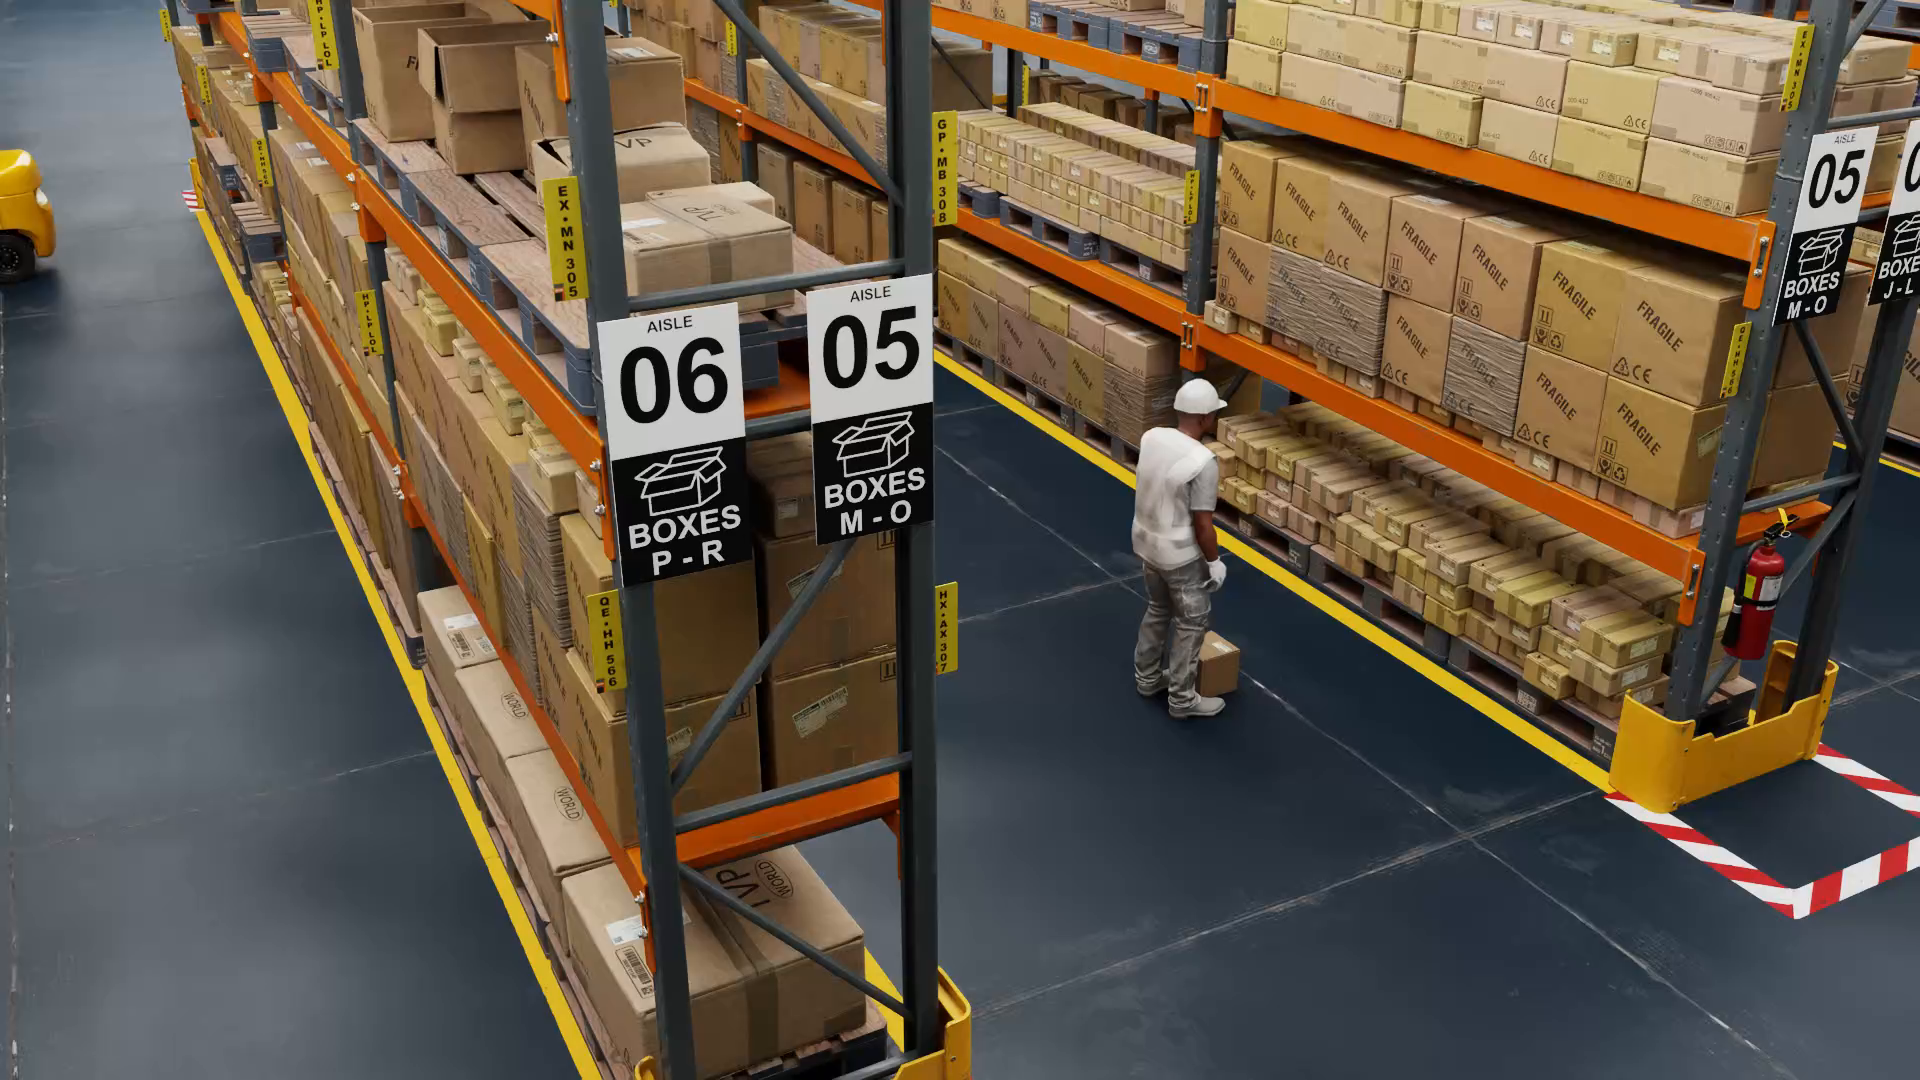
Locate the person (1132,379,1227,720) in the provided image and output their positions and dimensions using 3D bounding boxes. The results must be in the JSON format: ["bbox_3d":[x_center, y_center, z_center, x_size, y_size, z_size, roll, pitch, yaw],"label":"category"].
[{"bbox_3d":[1.126,0.041,8.509,0.446,1.775,0.617,-13,28,-25],"label":"person"}]
